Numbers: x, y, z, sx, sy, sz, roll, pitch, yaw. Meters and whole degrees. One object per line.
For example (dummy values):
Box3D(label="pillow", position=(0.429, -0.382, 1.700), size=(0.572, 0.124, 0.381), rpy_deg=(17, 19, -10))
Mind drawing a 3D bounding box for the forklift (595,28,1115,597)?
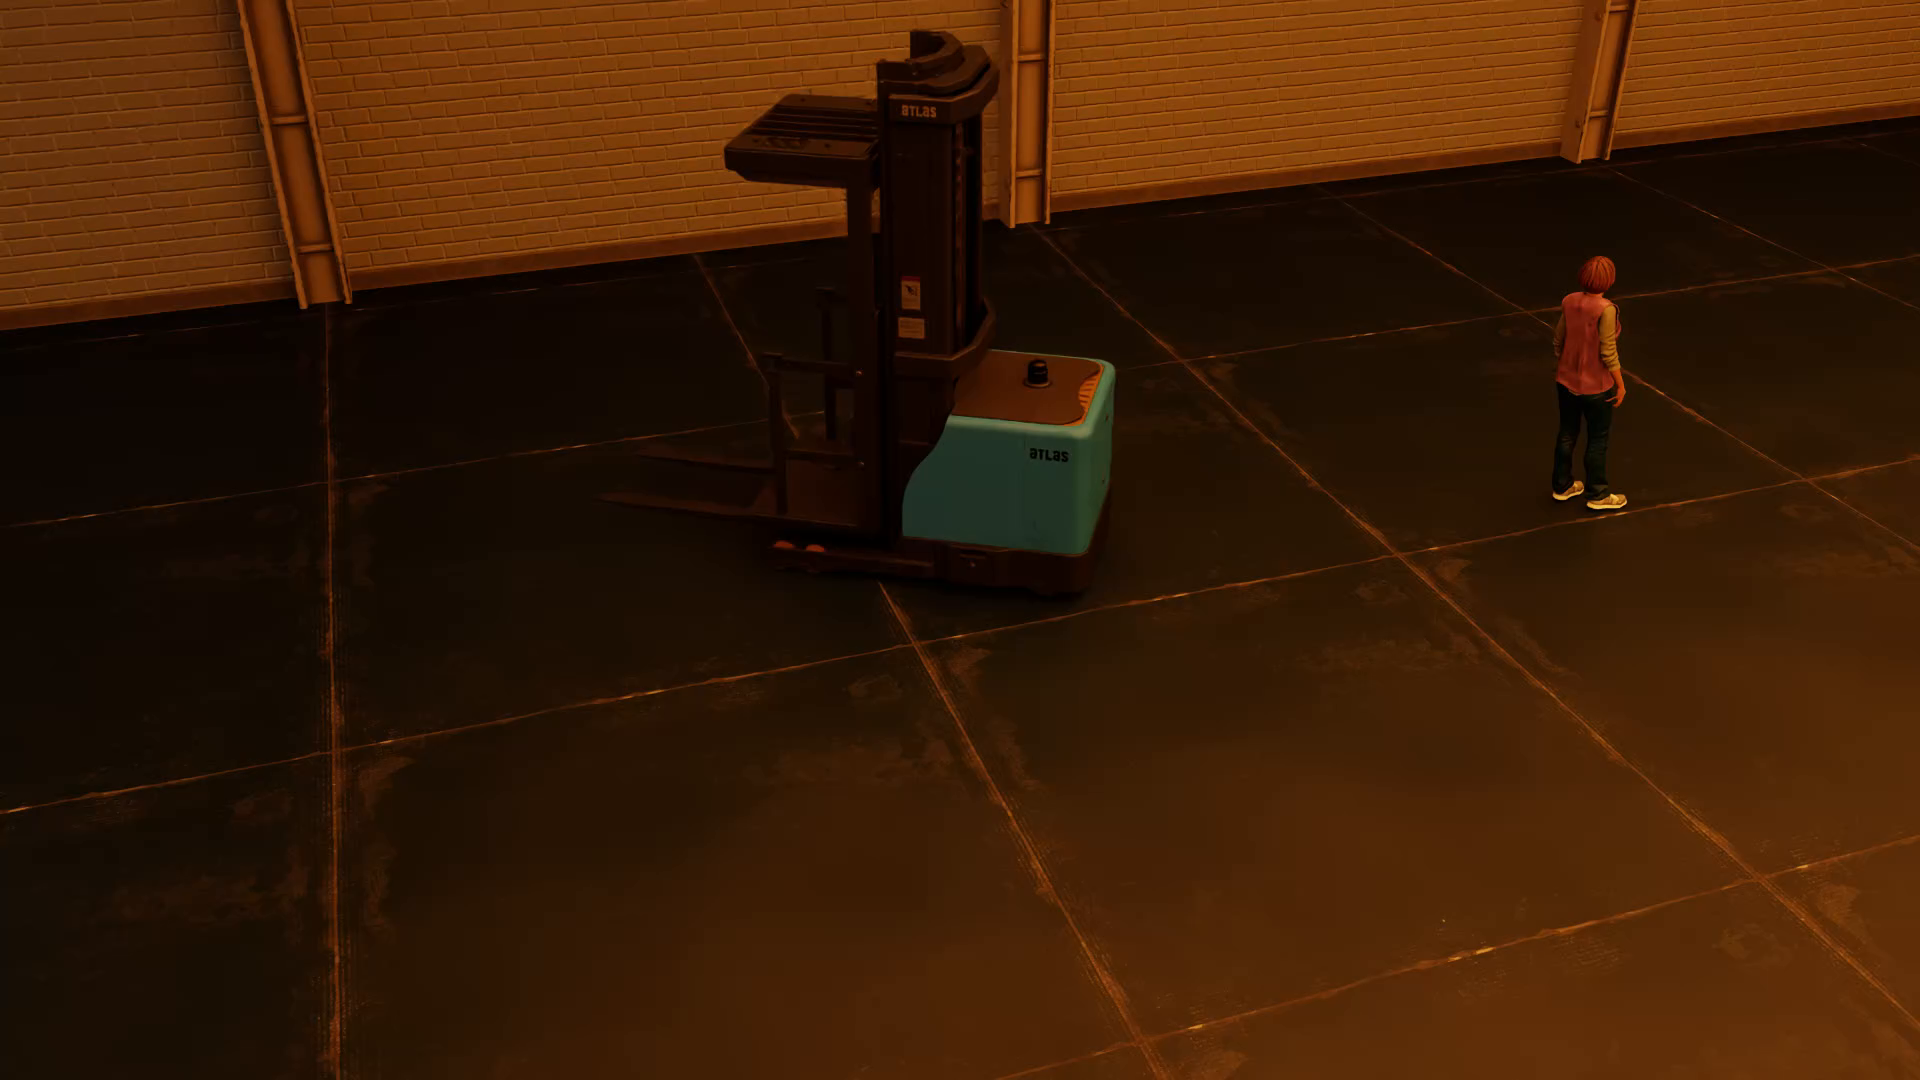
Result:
Box3D(label="forklift", position=(-0.655, -1.323, 9.387), size=(3.031, 2.935, 1.130), rpy_deg=(7, 31, 11))

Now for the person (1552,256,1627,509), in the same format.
Box3D(label="person", position=(3.849, -0.963, 10.084), size=(0.475, 1.596, 0.520), rpy_deg=(-15, 33, -24))
